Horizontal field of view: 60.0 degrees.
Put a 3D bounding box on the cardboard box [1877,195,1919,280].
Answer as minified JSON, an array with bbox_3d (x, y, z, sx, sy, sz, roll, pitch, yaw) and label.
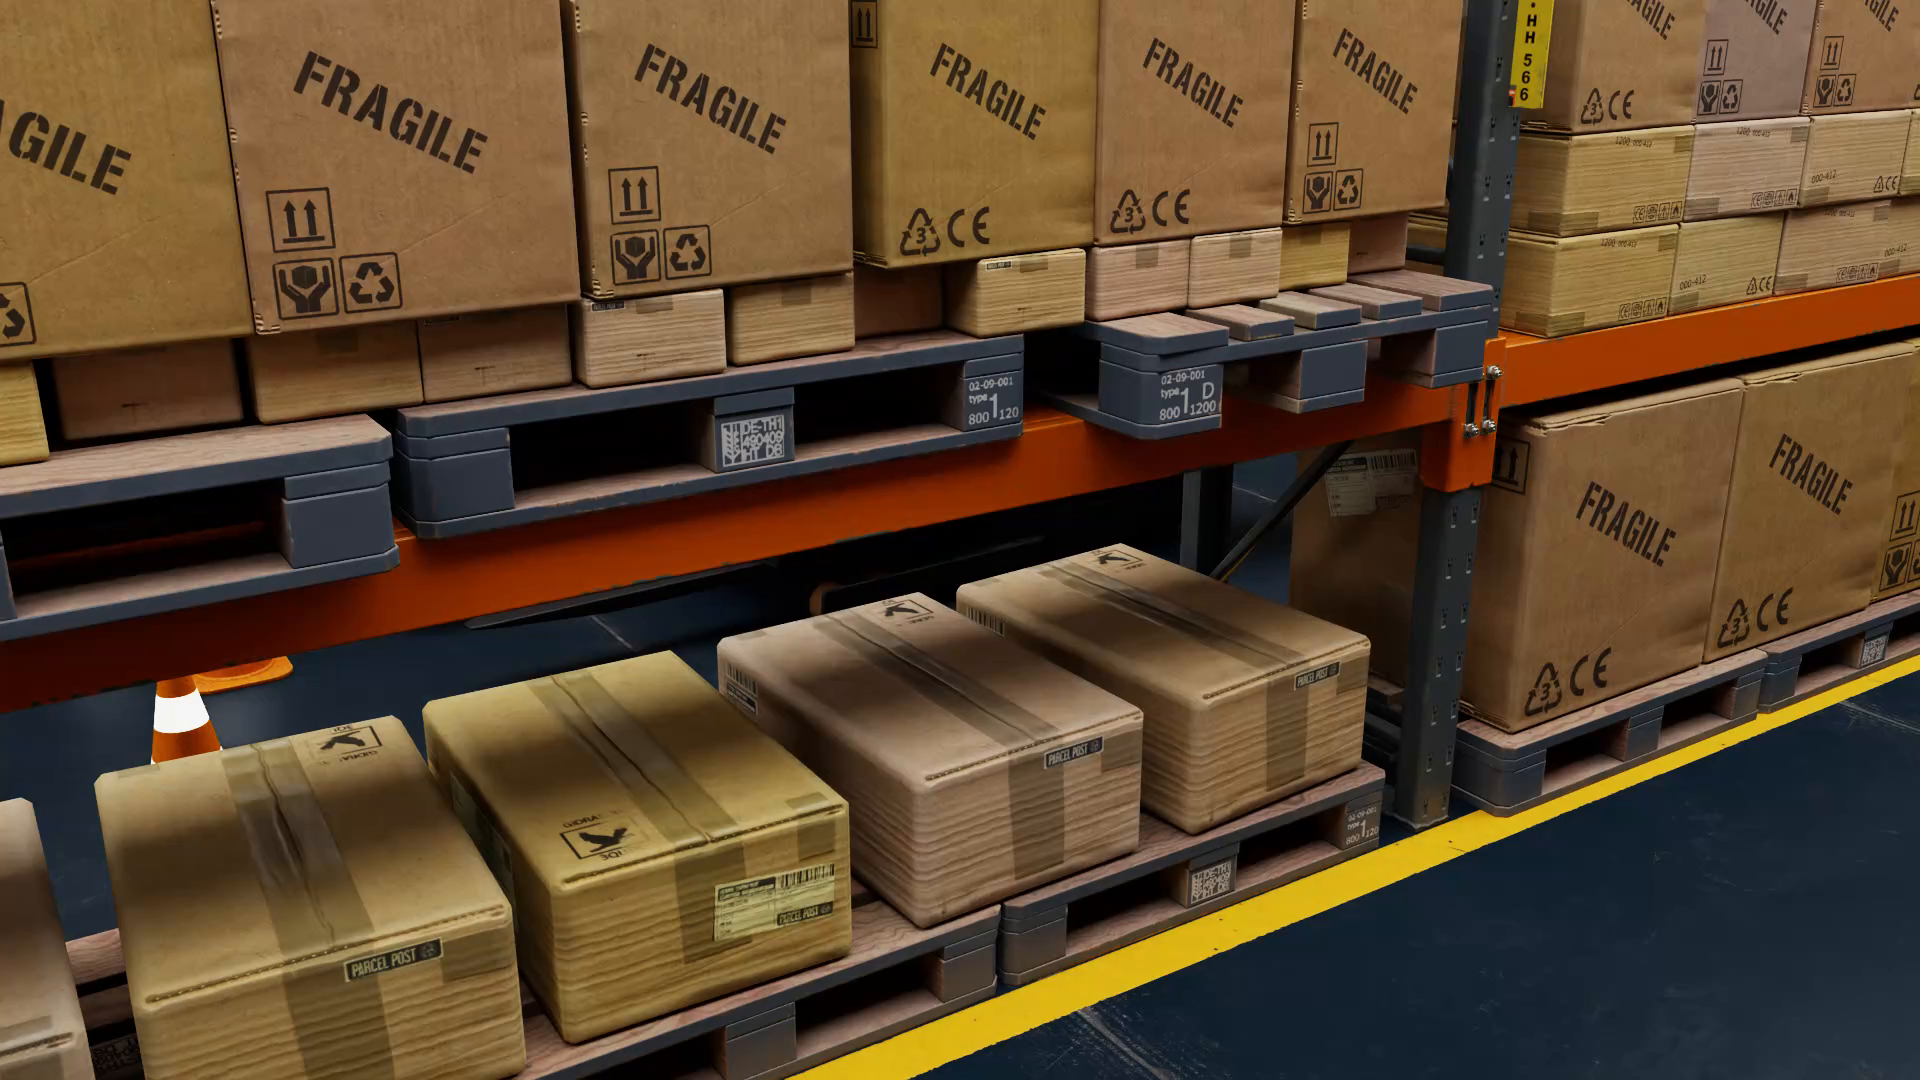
[{"bbox_3d":[2.811,-1.005,5.269,0.500,0.250,0.500,-12,22,-31],"label":"cardboard box"}]

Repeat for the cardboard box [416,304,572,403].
[{"bbox_3d":[-0.859,-0.361,2.865,0.250,0.149,0.380,-12,22,-31],"label":"cardboard box"}]

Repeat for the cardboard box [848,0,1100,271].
[{"bbox_3d":[-0.080,-0.833,3.249,0.500,0.500,0.500,-14,23,-35],"label":"cardboard box"}]

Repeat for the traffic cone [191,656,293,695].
[{"bbox_3d":[-2.390,0.211,5.397,0.334,0.463,0.336,-12,22,-31],"label":"traffic cone"}]

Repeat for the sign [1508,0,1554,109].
[{"bbox_3d":[1.300,-1.151,3.782,0.005,0.325,0.100,-12,22,-31],"label":"sign"}]

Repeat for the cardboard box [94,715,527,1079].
[{"bbox_3d":[-1.312,0.746,3.301,0.625,0.372,0.950,-10,21,-28],"label":"cardboard box"}]

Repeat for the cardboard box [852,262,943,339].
[{"bbox_3d":[-0.237,-0.515,3.321,0.250,0.149,0.380,-12,22,-31],"label":"cardboard box"}]

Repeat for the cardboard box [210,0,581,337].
[{"bbox_3d":[-0.960,-0.644,2.689,0.500,0.500,0.500,-12,22,-32],"label":"cardboard box"}]

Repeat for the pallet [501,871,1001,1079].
[{"bbox_3d":[-0.678,0.888,3.788,1.213,0.211,1.003,-12,22,-31],"label":"pallet"}]

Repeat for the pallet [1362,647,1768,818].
[{"bbox_3d":[1.693,0.419,5.177,1.213,0.211,1.003,-12,22,-31],"label":"pallet"}]

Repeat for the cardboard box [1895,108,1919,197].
[{"bbox_3d":[2.838,-1.234,5.164,0.500,0.250,0.500,-11,22,-30],"label":"cardboard box"}]

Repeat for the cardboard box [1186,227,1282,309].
[{"bbox_3d":[0.479,-0.620,3.631,0.250,0.149,0.380,-12,22,-32],"label":"cardboard box"}]

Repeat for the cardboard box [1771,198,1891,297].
[{"bbox_3d":[2.401,-0.917,5.009,0.500,0.250,0.500,-11,22,-30],"label":"cardboard box"}]

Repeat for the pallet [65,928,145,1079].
[{"bbox_3d":[-1.698,1.104,3.148,1.213,0.211,1.003,-12,22,-31],"label":"pallet"}]

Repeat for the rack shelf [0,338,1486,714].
[{"bbox_3d":[-0.677,-0.090,3.452,4.000,0.370,1.077,-12,22,-31],"label":"rack shelf"}]

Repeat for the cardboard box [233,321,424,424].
[{"bbox_3d":[-1.066,-0.318,2.738,0.250,0.149,0.380,-12,22,-31],"label":"cardboard box"}]

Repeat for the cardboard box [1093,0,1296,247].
[{"bbox_3d":[0.341,-0.922,3.513,0.500,0.500,0.500,-12,22,-32],"label":"cardboard box"}]

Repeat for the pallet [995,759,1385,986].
[{"bbox_3d":[0.340,0.675,4.419,1.213,0.211,1.003,-12,22,-31],"label":"pallet"}]

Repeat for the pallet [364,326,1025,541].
[{"bbox_3d":[-0.638,-0.333,3.346,1.213,0.211,1.003,-12,22,-31],"label":"pallet"}]

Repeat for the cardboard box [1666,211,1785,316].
[{"bbox_3d":[1.959,-0.827,4.740,0.500,0.250,0.500,-13,22,-33],"label":"cardboard box"}]

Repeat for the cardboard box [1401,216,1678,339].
[{"bbox_3d":[1.540,-0.731,4.459,0.500,0.250,0.500,-12,22,-32],"label":"cardboard box"}]

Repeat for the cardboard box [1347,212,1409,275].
[{"bbox_3d":[0.849,-0.743,3.995,0.250,0.149,0.380,-11,22,-29],"label":"cardboard box"}]

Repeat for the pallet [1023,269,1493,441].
[{"bbox_3d":[0.457,-0.539,3.954,1.003,0.211,1.213,-12,22,-31],"label":"pallet"}]

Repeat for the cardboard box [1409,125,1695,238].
[{"bbox_3d":[1.552,-0.973,4.391,0.500,0.250,0.500,-12,22,-32],"label":"cardboard box"}]

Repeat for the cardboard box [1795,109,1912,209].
[{"bbox_3d":[2.408,-1.148,4.910,0.500,0.250,0.500,-12,22,-32],"label":"cardboard box"}]

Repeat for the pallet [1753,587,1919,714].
[{"bbox_3d":[2.711,0.205,5.808,1.213,0.211,1.003,-12,22,-31],"label":"pallet"}]

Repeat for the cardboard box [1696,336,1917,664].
[{"bbox_3d":[2.363,-0.231,5.407,0.875,0.875,0.875,-12,22,-31],"label":"cardboard box"}]

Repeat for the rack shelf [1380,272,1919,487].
[{"bbox_3d":[2.664,-0.795,5.536,4.000,0.370,1.077,-12,22,-31],"label":"rack shelf"}]

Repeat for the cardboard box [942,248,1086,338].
[{"bbox_3d":[0.042,-0.525,3.352,0.250,0.149,0.380,-11,22,-30],"label":"cardboard box"}]

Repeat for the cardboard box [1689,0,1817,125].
[{"bbox_3d":[1.949,-1.416,4.532,0.500,0.500,0.500,-12,22,-31],"label":"cardboard box"}]

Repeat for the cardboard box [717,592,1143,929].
[{"bbox_3d":[-0.096,0.491,4.055,0.625,0.372,0.950,-12,22,-32],"label":"cardboard box"}]

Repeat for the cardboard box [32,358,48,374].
[{"bbox_3d":[-1.644,-0.420,3.040,0.250,0.149,0.380,-12,22,-32],"label":"cardboard box"}]

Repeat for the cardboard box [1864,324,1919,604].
[{"bbox_3d":[3.110,-0.389,5.873,0.875,0.875,0.875,-11,22,-30],"label":"cardboard box"}]

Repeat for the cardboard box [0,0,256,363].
[{"bbox_3d":[-1.380,-0.560,2.443,0.500,0.500,0.500,-12,22,-31],"label":"cardboard box"}]

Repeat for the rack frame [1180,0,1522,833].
[{"bbox_3d":[0.993,-0.784,4.379,0.127,3.000,1.000,-12,22,-31],"label":"rack frame"}]

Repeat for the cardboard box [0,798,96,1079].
[{"bbox_3d":[-1.911,0.874,2.924,0.625,0.372,0.950,-12,22,-31],"label":"cardboard box"}]

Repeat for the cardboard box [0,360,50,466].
[{"bbox_3d":[-1.499,-0.213,2.429,0.250,0.149,0.380,-11,22,-30],"label":"cardboard box"}]

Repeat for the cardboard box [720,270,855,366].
[{"bbox_3d":[-0.402,-0.449,3.125,0.250,0.149,0.380,-13,22,-33],"label":"cardboard box"}]

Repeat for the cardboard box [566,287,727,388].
[{"bbox_3d":[-0.608,-0.394,2.963,0.250,0.149,0.380,-11,22,-29],"label":"cardboard box"}]

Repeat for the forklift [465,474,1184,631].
[{"bbox_3d":[-0.509,-1.270,5.924,3.031,2.935,1.130,-13,23,-34],"label":"forklift"}]

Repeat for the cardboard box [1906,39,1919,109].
[{"bbox_3d":[2.812,-1.591,5.050,0.500,0.500,0.500,-12,22,-31],"label":"cardboard box"}]

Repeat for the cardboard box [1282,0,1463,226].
[{"bbox_3d":[0.766,-1.016,3.791,0.500,0.500,0.500,-13,22,-33],"label":"cardboard box"}]

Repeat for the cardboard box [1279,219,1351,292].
[{"bbox_3d":[0.665,-0.676,3.798,0.250,0.149,0.380,-12,22,-31],"label":"cardboard box"}]

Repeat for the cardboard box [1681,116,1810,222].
[{"bbox_3d":[1.984,-1.063,4.660,0.500,0.250,0.500,-11,22,-30],"label":"cardboard box"}]

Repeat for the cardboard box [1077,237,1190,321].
[{"bbox_3d":[0.264,-0.578,3.506,0.250,0.149,0.380,-13,23,-34],"label":"cardboard box"}]

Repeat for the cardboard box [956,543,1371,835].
[{"bbox_3d":[0.516,0.359,4.446,0.625,0.372,0.950,-14,23,-35],"label":"cardboard box"}]

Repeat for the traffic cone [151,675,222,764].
[{"bbox_3d":[-2.082,0.530,4.455,0.334,0.463,0.336,-12,22,-31],"label":"traffic cone"}]

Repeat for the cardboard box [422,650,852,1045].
[{"bbox_3d":[-0.733,0.623,3.665,0.625,0.372,0.950,-11,22,-30],"label":"cardboard box"}]

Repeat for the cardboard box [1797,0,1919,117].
[{"bbox_3d":[2.389,-1.503,4.790,0.500,0.500,0.500,-11,22,-30],"label":"cardboard box"}]

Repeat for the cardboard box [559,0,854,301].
[{"bbox_3d":[-0.537,-0.737,2.966,0.500,0.500,0.500,-13,23,-34],"label":"cardboard box"}]

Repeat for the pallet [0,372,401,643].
[{"bbox_3d":[-1.629,-0.084,2.609,1.213,0.211,1.003,-12,22,-31],"label":"pallet"}]

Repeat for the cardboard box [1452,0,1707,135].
[{"bbox_3d":[1.540,-1.326,4.266,0.500,0.500,0.500,-13,22,-33],"label":"cardboard box"}]

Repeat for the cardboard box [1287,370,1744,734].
[{"bbox_3d":[1.616,-0.075,4.946,0.875,0.875,0.875,-12,22,-32],"label":"cardboard box"}]

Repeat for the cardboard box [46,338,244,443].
[{"bbox_3d":[-1.304,-0.284,2.637,0.250,0.149,0.380,-10,21,-28],"label":"cardboard box"}]
